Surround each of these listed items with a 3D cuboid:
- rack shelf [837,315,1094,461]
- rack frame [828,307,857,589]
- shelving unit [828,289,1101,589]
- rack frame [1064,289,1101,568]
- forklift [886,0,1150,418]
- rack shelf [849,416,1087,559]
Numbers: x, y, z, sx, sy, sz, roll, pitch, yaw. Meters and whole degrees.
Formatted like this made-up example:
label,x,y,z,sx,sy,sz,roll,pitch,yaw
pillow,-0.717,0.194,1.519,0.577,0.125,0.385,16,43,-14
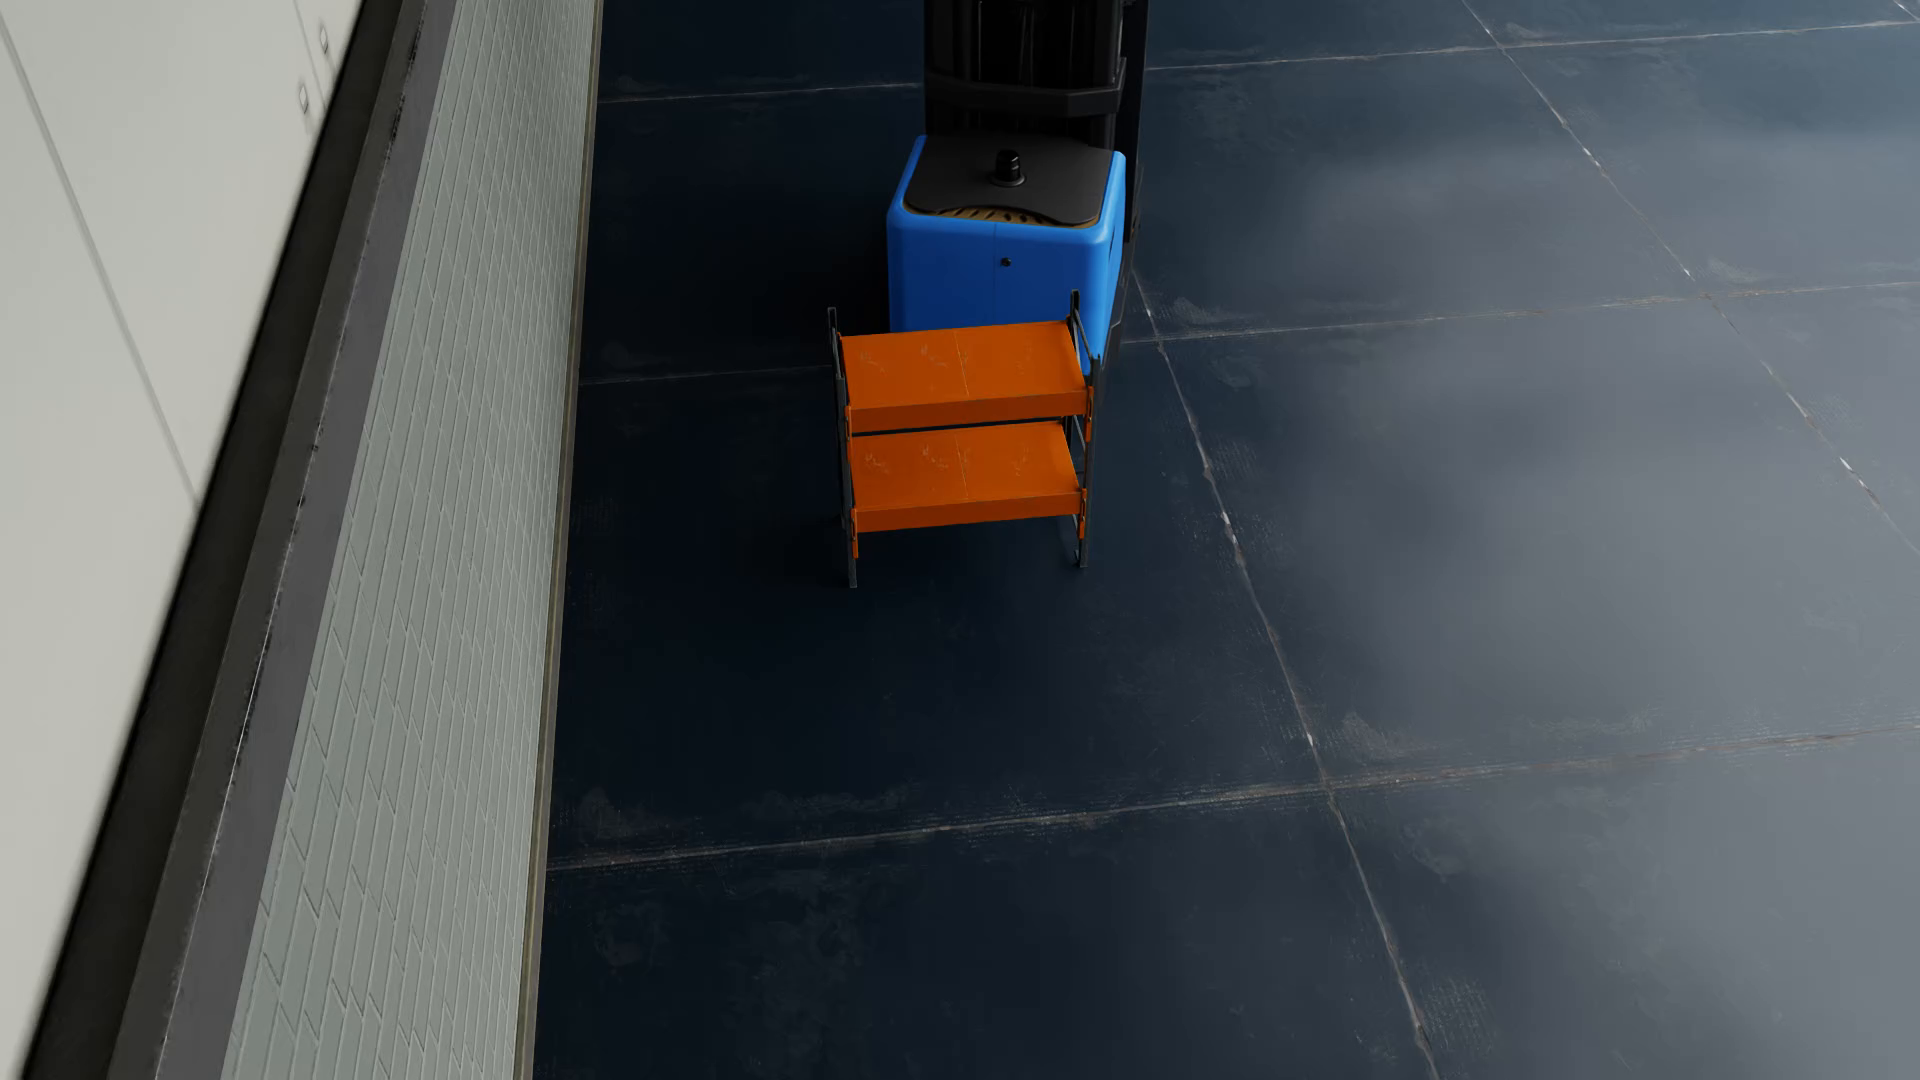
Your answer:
label,x,y,z,sx,sy,sz,roll,pitch,yaw
rack shelf,0.007,-0.636,6.893,1.000,0.278,0.538,-5,42,-6
rack frame,-0.497,-0.374,7.040,0.032,1.125,0.500,-5,42,-6
shelving unit,0.007,-0.418,7.089,1.048,1.125,0.538,-5,42,-6
rack frame,0.511,-0.462,7.138,0.032,1.125,0.500,-5,42,-6
forklift,0.409,-2.670,8.237,1.130,2.935,3.031,7,42,7
rack shelf,0.007,-0.237,7.253,1.000,0.278,0.538,-5,42,-6
